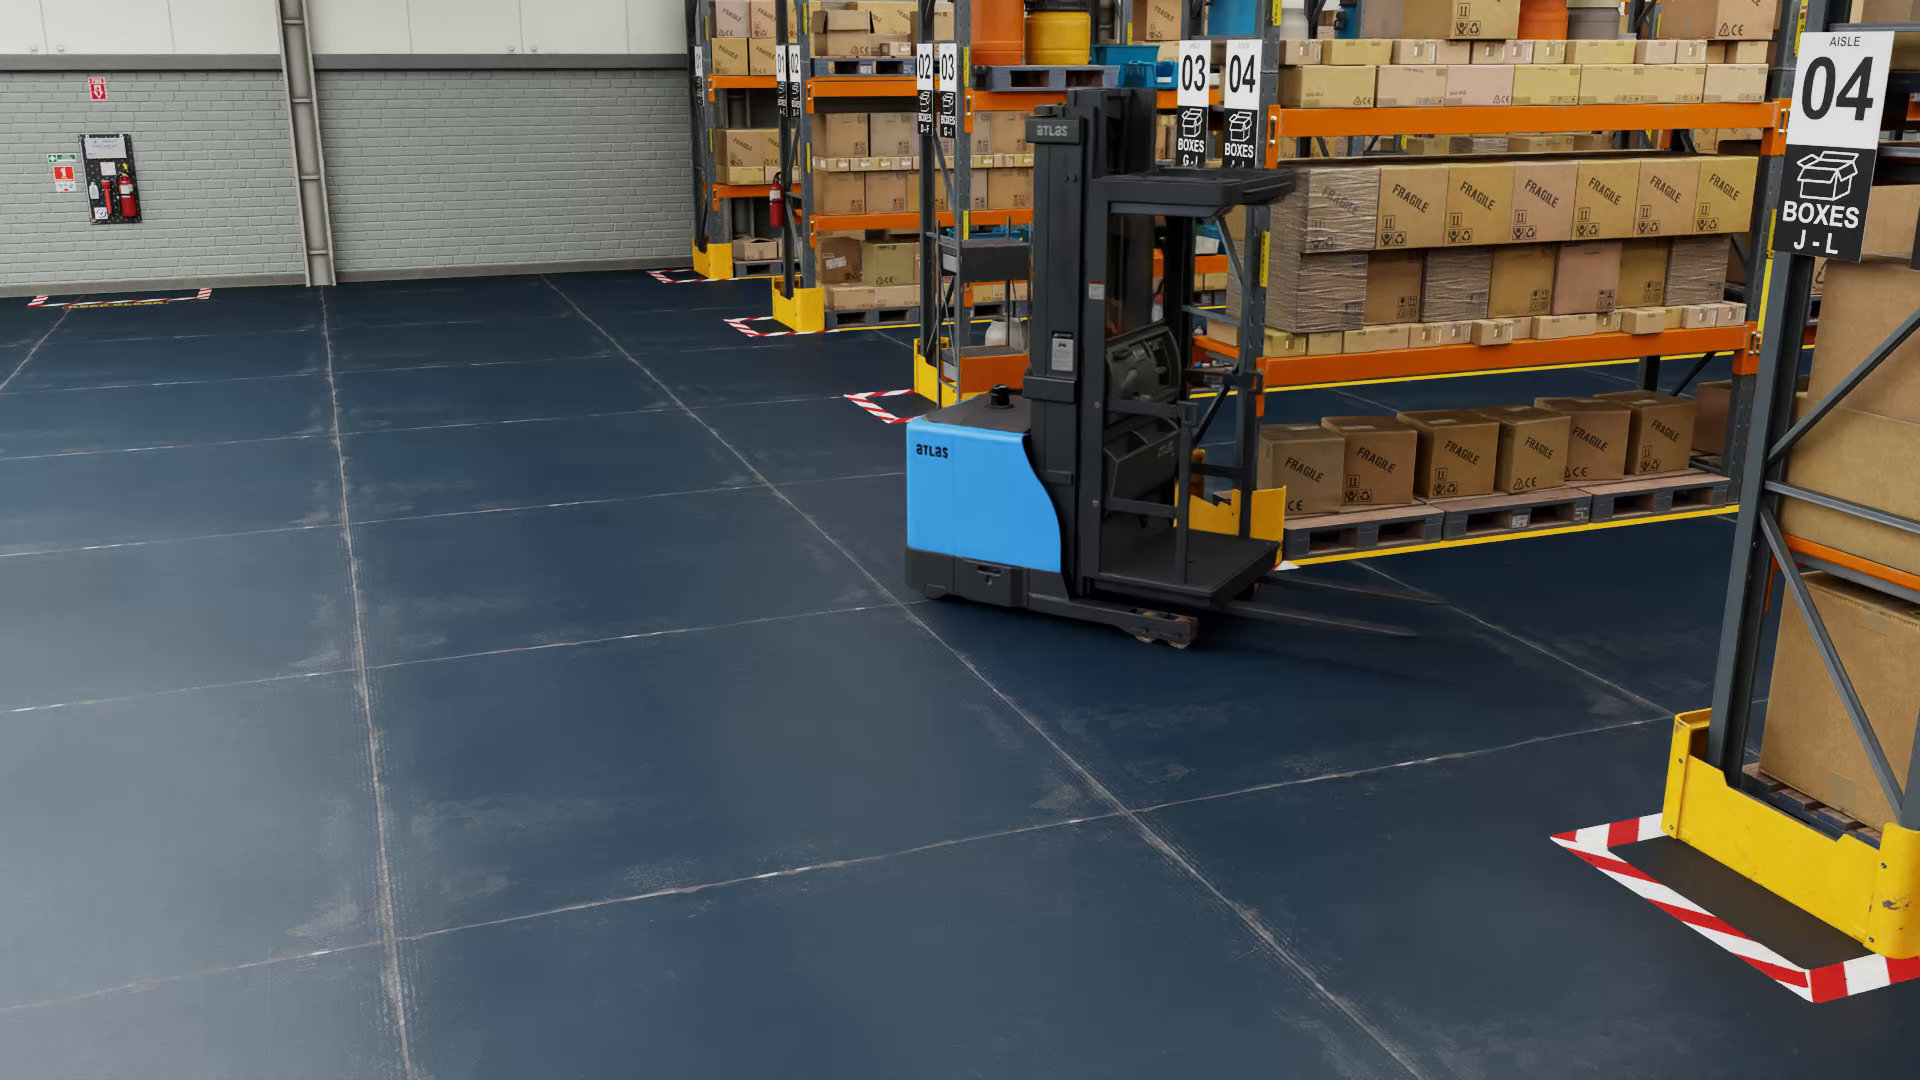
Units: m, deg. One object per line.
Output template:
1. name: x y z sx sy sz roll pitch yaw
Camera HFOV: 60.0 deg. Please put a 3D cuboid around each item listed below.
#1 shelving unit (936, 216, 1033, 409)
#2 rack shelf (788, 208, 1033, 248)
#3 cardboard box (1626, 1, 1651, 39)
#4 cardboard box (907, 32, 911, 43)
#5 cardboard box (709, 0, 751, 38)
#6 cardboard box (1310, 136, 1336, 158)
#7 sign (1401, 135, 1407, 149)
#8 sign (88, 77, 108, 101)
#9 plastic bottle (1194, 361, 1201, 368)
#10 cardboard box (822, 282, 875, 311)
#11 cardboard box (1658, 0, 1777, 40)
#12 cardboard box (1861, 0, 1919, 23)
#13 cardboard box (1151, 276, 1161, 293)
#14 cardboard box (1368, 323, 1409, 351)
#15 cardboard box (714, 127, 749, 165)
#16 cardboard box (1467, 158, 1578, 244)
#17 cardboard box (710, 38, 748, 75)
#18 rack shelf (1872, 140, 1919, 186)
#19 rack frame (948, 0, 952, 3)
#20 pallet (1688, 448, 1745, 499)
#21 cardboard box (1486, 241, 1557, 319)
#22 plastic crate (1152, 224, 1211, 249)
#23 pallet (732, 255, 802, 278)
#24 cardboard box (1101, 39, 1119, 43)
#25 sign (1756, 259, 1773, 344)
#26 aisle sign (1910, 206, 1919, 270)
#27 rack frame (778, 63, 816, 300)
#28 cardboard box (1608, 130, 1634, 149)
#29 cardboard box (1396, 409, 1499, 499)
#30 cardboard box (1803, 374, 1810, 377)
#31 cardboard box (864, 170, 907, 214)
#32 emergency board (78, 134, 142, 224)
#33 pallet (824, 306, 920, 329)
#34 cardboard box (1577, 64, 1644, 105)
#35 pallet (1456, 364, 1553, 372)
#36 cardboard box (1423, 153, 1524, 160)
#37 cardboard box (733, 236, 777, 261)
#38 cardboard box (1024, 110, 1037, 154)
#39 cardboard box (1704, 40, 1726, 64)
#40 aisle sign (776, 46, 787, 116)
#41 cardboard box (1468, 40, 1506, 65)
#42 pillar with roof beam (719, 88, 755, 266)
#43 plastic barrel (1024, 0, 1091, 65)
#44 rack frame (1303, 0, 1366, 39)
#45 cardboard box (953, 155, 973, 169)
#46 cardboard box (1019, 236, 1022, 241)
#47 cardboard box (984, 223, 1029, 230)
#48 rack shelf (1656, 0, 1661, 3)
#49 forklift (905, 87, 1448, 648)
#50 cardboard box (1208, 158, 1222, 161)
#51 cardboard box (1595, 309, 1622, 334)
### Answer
1. shelving unit: 0.155 -1.024 10.859 0.503 2.100 0.431 -6 17 -20
2. rack shelf: -0.043 -3.879 20.261 4.000 0.370 1.077 -6 17 -20
3. cardboard box: 9.736 -7.259 23.217 0.500 0.500 0.700 -6 17 -20
4. cardboard box: -0.410 -5.929 19.807 0.500 0.311 0.500 -4 17 -14
5. cardboard box: -3.240 -7.277 23.245 0.500 0.500 0.500 -8 18 -24
6. cardboard box: 5.769 -6.469 27.062 0.500 0.500 0.500 -6 17 -19
7. sign: 5.762 -5.239 21.561 0.005 0.325 0.100 -6 17 -20
8. sign: -11.309 -5.917 21.811 0.199 0.298 0.001 -6 17 -20
9. plastic bottle: 2.266 -1.787 15.921 0.097 0.271 0.097 0 16 0
10. cardboard box: -1.330 -2.900 19.786 0.500 0.250 0.500 -6 17 -20
11. cardboard box: 5.037 -3.577 11.038 0.500 0.500 0.500 -7 18 -22
12. cardboard box: 3.669 -1.983 6.019 0.500 0.250 0.500 -6 17 -19
13. cardboard box: 2.290 -3.284 21.091 0.500 0.250 0.500 -7 18 -21
14. cardboard box: 2.688 -1.334 10.761 0.250 0.149 0.380 -6 17 -20
15. cardboard box: -3.322 -5.727 24.175 0.500 0.500 0.500 -6 18 -21
16. cardboard box: 3.643 -2.221 10.860 0.500 0.500 0.500 -6 17 -20
17. cardboard box: -3.284 -6.790 23.361 0.500 0.500 0.500 -6 17 -19
18. rack shelf: 5.179 -1.396 6.483 4.000 0.370 1.077 -6 17 -20
19. rack frame: 0.049 -8.607 24.438 0.127 3.000 1.000 -6 17 -20
20. pallet: 6.093 -0.560 12.631 1.213 0.211 1.003 -6 17 -20
21. cardboard box: 3.532 -1.823 11.278 0.500 0.500 0.875 -6 17 -20
22. plastic crate: 2.225 -2.958 16.224 0.662 0.188 0.450 -6 17 -20
23. pallet: -2.844 -4.068 24.576 1.213 0.211 1.003 -6 17 -20
24. cardboard box: 2.541 -7.524 25.855 0.637 0.503 0.797 -4 17 -12
25. sign: 3.130 -0.914 6.412 0.005 0.325 0.100 -6 17 -20
26. aisle sign: 3.353 -1.262 5.458 0.004 0.787 0.394 -6 17 -20
27. rack frame: -1.910 -4.023 19.473 0.127 3.000 1.000 -6 17 -20
28. cardboard box: 9.675 -5.879 23.844 0.500 0.500 0.500 -6 17 -20
29. cardboard box: 3.358 -0.604 11.523 0.500 0.500 0.500 -4 17 -15
30. cardboard box: 6.922 -0.987 12.791 0.500 0.500 0.700 -8 18 -25
31. cardboard box: -0.981 -4.169 19.793 0.500 0.500 0.700 -6 17 -19
32. emergency board: -11.266 -4.780 22.051 0.643 1.169 0.194 -6 17 -20
33. pallet: -1.211 -2.773 20.166 1.213 0.211 1.003 -6 17 -20
34. cardboard box: 4.069 -2.969 10.828 0.500 0.250 0.500 -6 18 -20
35. pallet: 5.455 -1.998 17.527 1.213 0.211 1.003 -6 17 -20
36. cardboard box: 3.459 -2.357 11.320 0.500 0.500 0.500 -6 17 -20
37. cardboard box: -3.008 -4.293 24.384 0.500 0.311 0.500 -8 18 -26
38. cardboard box: 0.942 -4.999 20.317 0.500 0.500 0.700 -6 17 -20
39. cardboard box: 4.884 -3.266 11.131 0.250 0.149 0.380 -6 17 -19
40. aisle sign: -2.077 -5.341 19.348 0.004 0.787 0.394 -6 17 -20
41. cardboard box: 3.198 -3.064 10.442 0.250 0.149 0.380 -7 18 -23
42. pillar with roof beam: -1.802 -7.370 20.223 0.400 9.000 9.100 -6 17 -20
43. plastic barrel: 0.878 -4.598 15.031 0.600 0.588 0.600 0 16 0
44. rack frame: 3.594 -6.001 15.562 0.127 3.000 1.000 -6 17 -20
45. cardboard box: -0.031 -4.520 19.836 0.250 0.149 0.380 -6 17 -20
46. cardboard box: 0.534 -3.465 20.378 0.500 0.500 0.500 -6 17 -20
47. cardboard box: 0.730 -4.819 25.841 0.500 0.500 0.700 -6 17 -18
48. rack shelf: 7.428 -7.372 22.219 4.000 0.370 1.077 -6 17 -20
49. forklift: 1.209 -0.985 9.252 3.031 2.935 1.130 9 19 28
50. cardboard box: 3.508 -4.651 21.434 0.500 0.500 0.500 -6 17 -20
51. cardboard box: 4.305 -1.523 11.405 0.250 0.149 0.380 -6 17 -20
